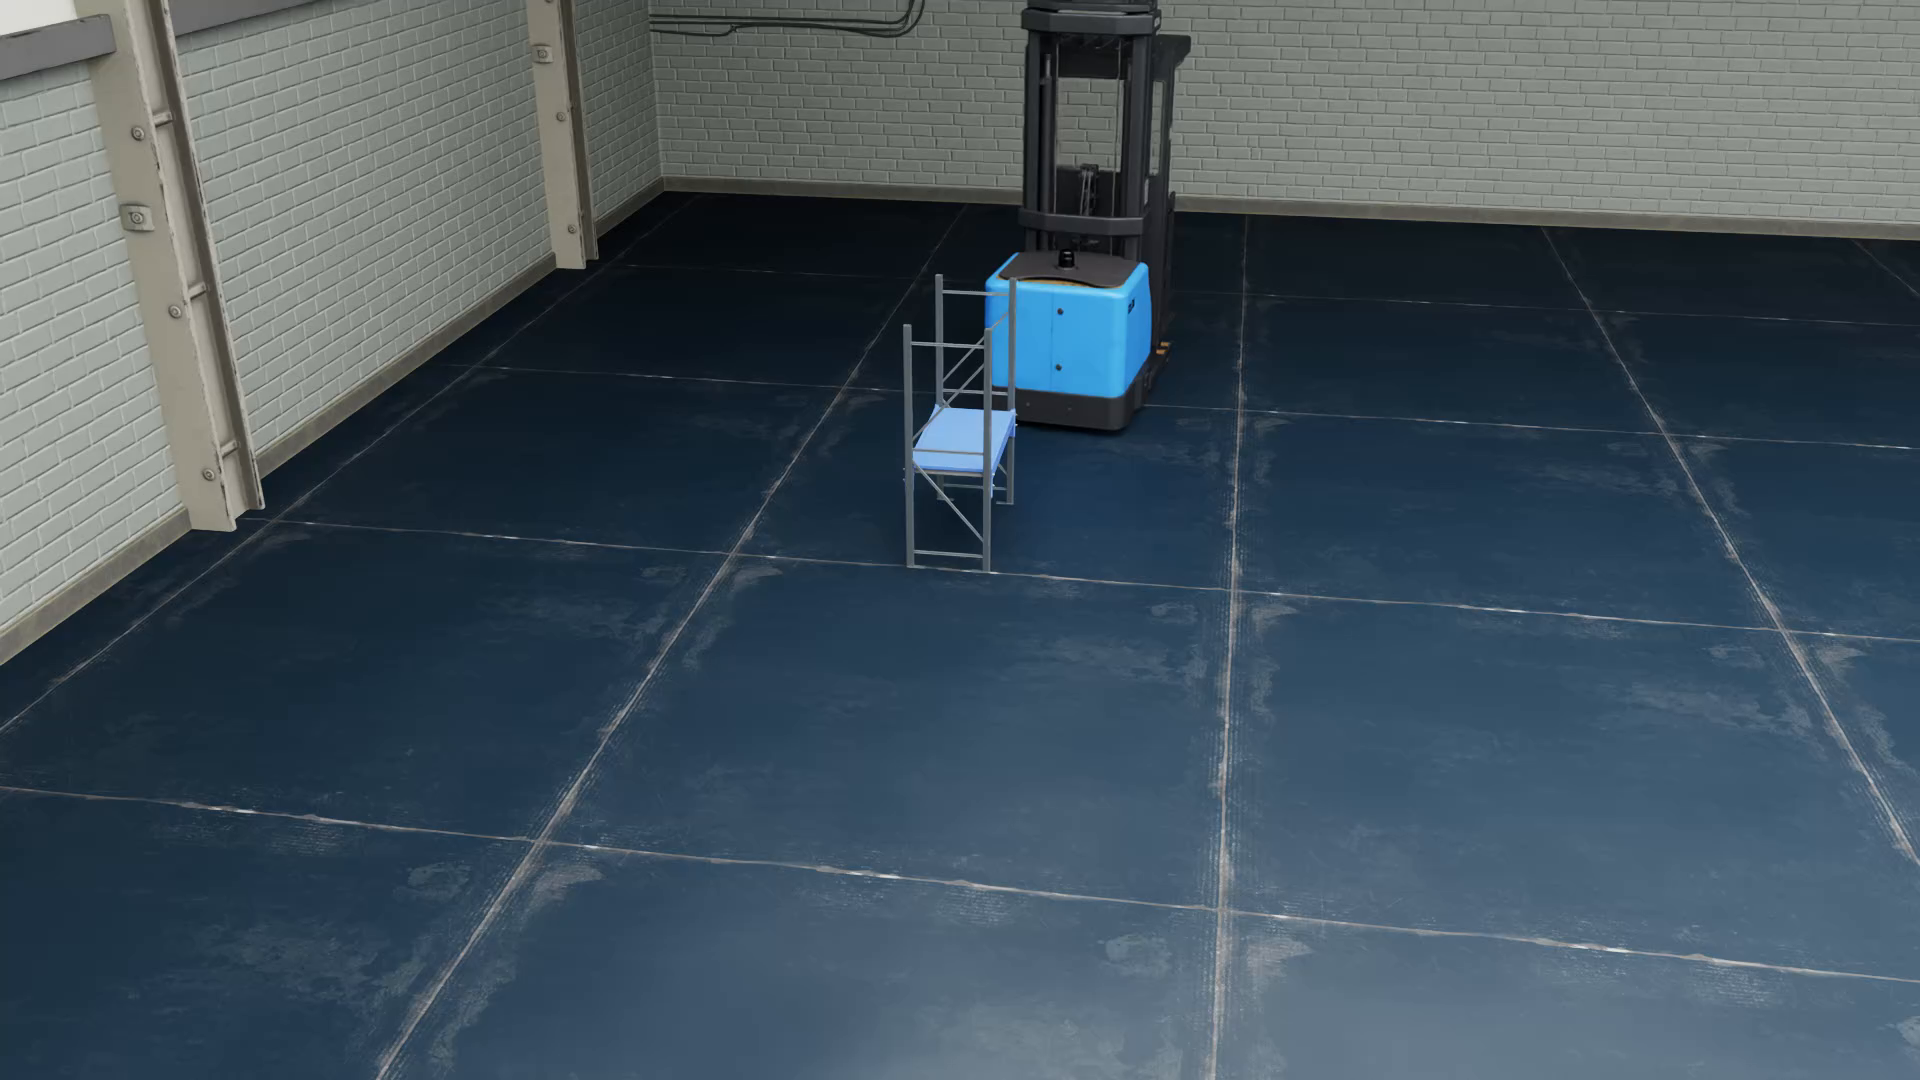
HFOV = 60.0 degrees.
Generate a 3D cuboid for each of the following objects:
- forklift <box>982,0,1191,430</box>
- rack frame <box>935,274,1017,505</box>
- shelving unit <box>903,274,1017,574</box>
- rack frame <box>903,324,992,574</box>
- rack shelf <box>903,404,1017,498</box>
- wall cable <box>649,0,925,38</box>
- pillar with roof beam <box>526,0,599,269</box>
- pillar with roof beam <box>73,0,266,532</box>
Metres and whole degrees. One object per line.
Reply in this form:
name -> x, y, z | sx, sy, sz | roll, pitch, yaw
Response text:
forklift -> 1.077, -2.705, 12.571 | 1.130, 2.935, 3.031 | 7, 26, 15
rack frame -> 0.097, -0.928, 10.462 | 0.500, 1.500, 0.032 | 4, 25, 9
shelving unit -> 0.014, -0.715, 10.008 | 0.538, 1.500, 1.048 | 4, 25, 9
rack frame -> -0.069, -0.502, 9.554 | 0.500, 1.500, 0.032 | 4, 25, 9
rack shelf -> 0.014, -0.552, 10.085 | 0.538, 0.185, 1.000 | 4, 25, 9
wall cable -> -1.888, -6.464, 17.108 | 3.097, 2.526, 0.112 | 4, 25, 9
pillar with roof beam -> 0.573, -6.432, 13.376 | 9.100, 9.000, 0.400 | 4, 25, 9
pillar with roof beam -> -0.408, -3.922, 8.015 | 9.100, 9.000, 0.400 | 4, 25, 9
